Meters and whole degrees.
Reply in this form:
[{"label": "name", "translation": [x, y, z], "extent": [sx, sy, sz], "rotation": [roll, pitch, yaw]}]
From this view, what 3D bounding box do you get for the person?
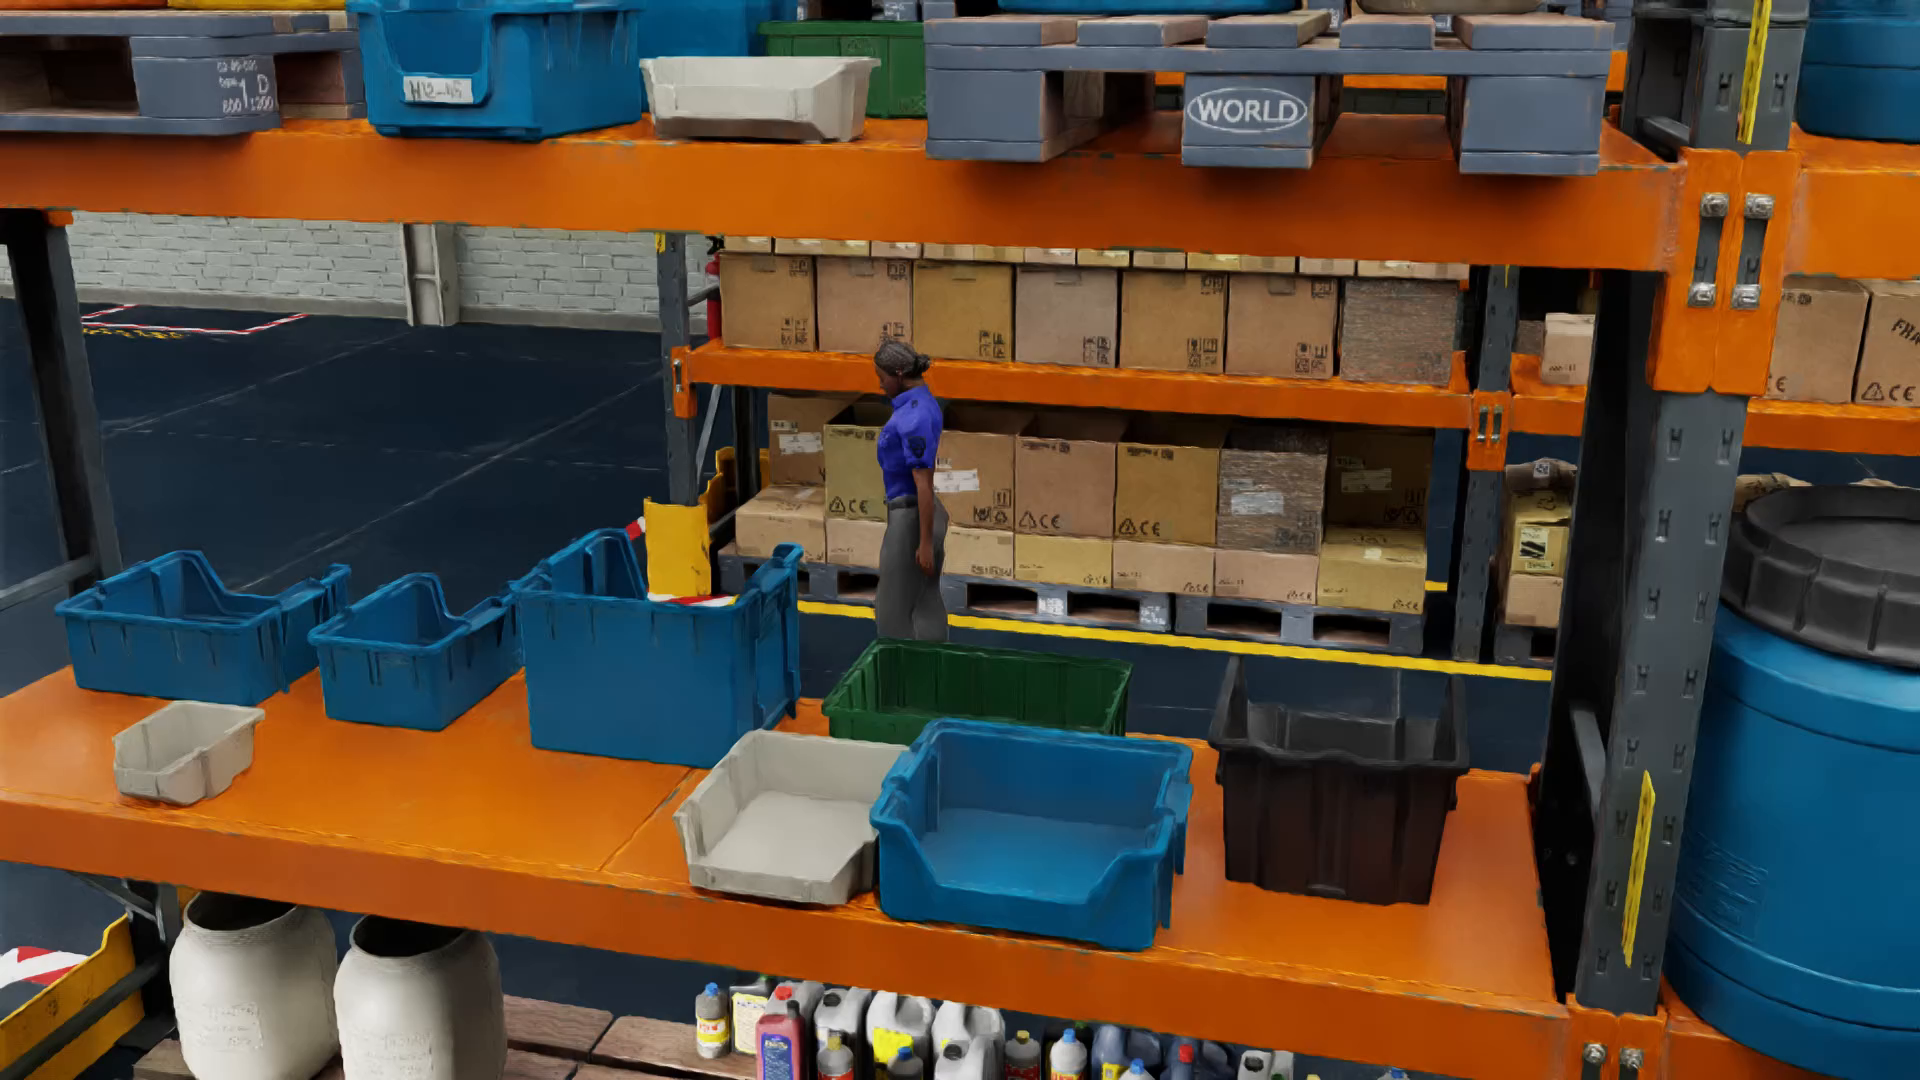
[{"label": "person", "translation": [-0.276, -0.027, 7.106], "extent": [0.439, 1.646, 0.673], "rotation": [1, 18, 4]}]
